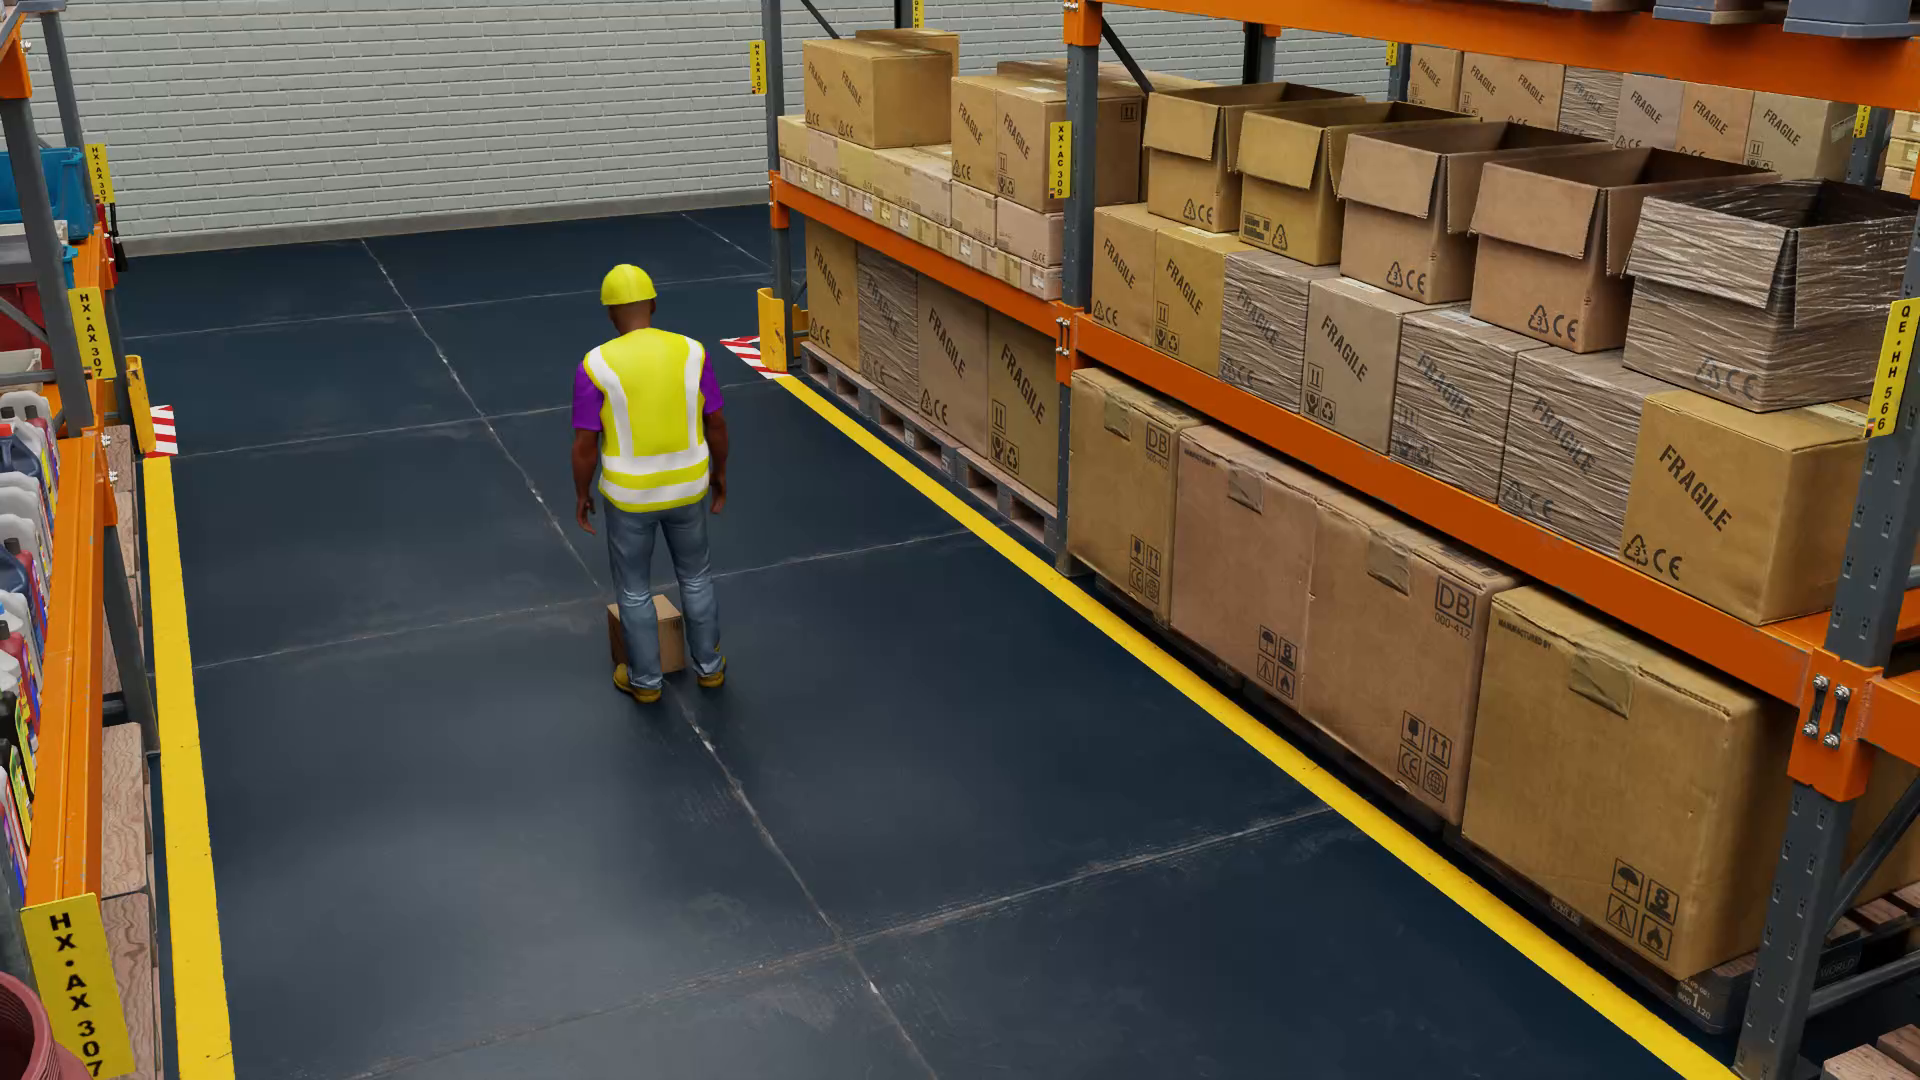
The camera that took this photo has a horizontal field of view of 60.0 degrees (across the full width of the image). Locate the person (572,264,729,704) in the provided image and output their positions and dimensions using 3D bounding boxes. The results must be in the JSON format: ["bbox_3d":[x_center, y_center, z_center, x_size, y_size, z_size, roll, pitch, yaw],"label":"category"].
[{"bbox_3d":[-1.220,-0.214,6.594,0.626,1.761,0.459,-10,24,-24],"label":"person"}]
